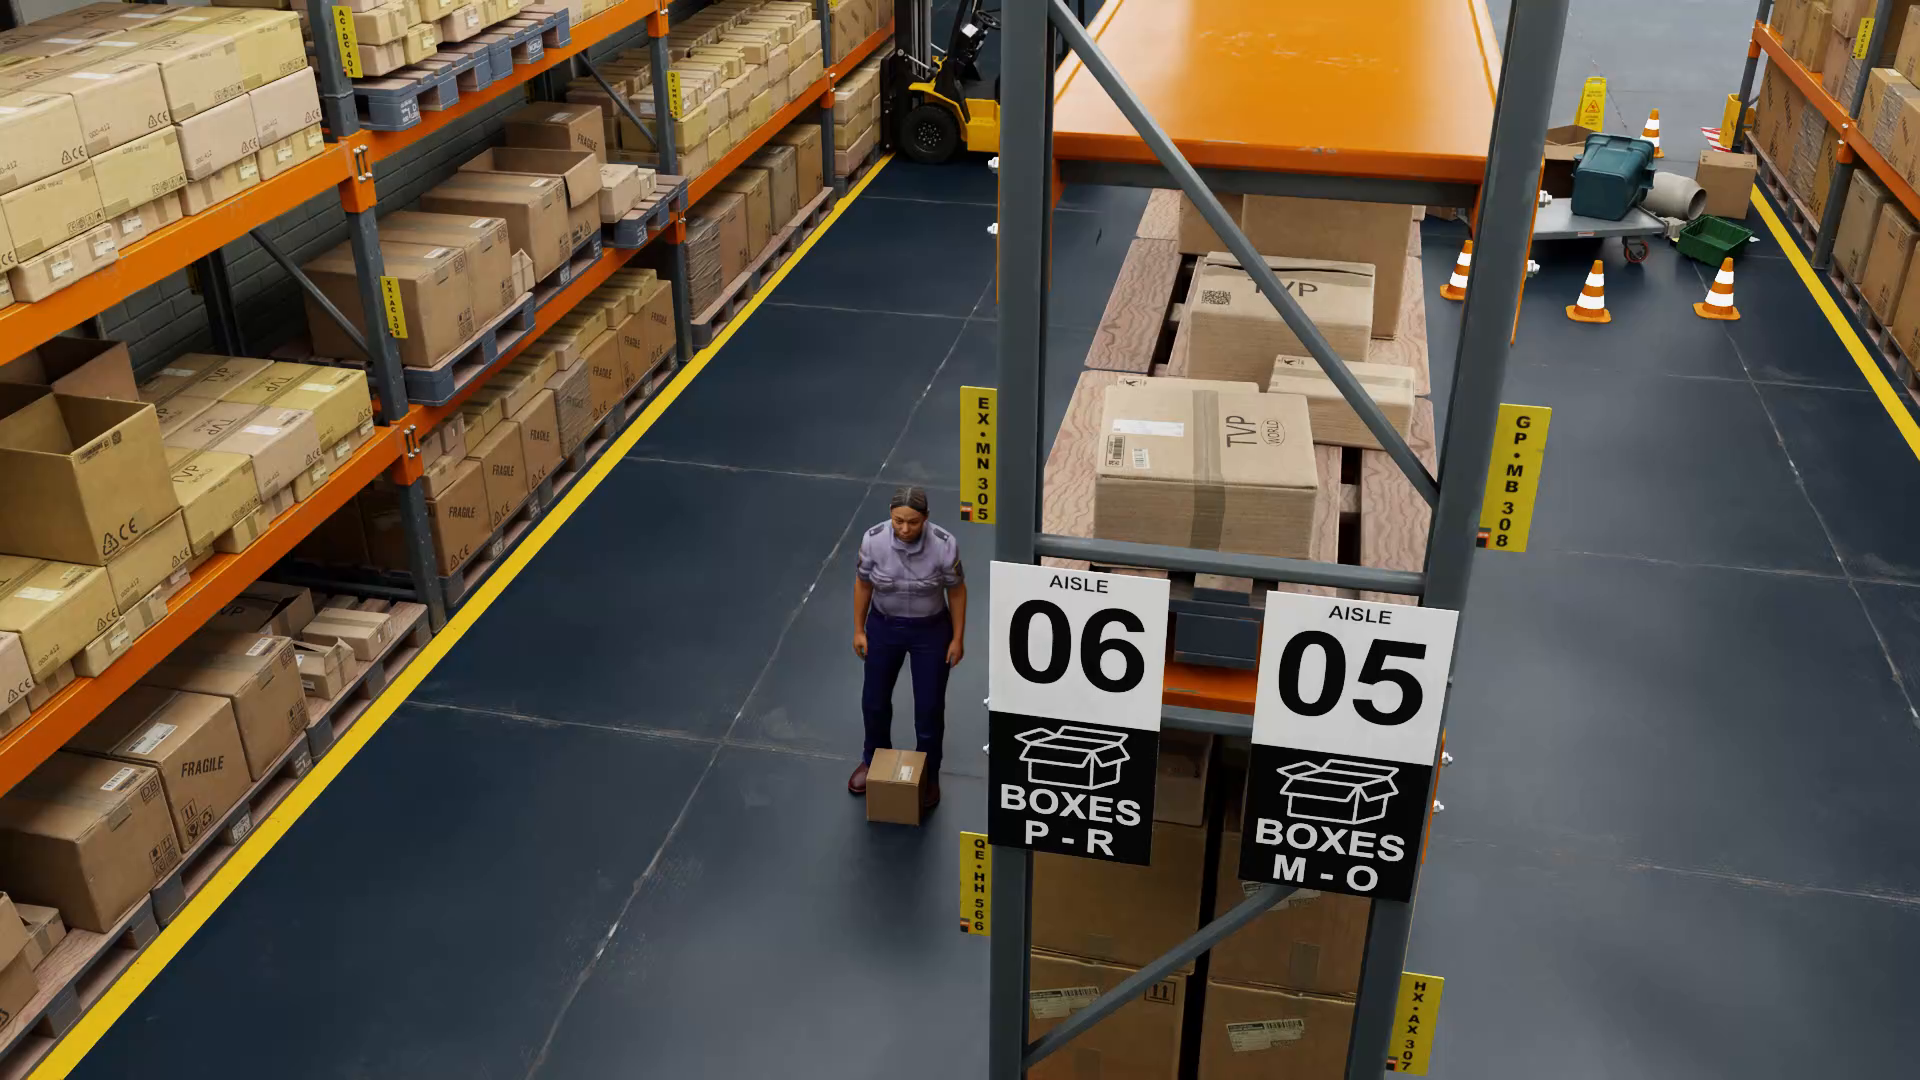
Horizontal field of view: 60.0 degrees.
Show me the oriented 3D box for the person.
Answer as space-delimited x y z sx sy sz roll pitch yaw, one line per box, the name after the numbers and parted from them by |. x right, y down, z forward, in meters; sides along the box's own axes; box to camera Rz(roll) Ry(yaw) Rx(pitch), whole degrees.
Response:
-0.256 0.466 7.779 0.563 1.651 0.425 4 29 8 | person
